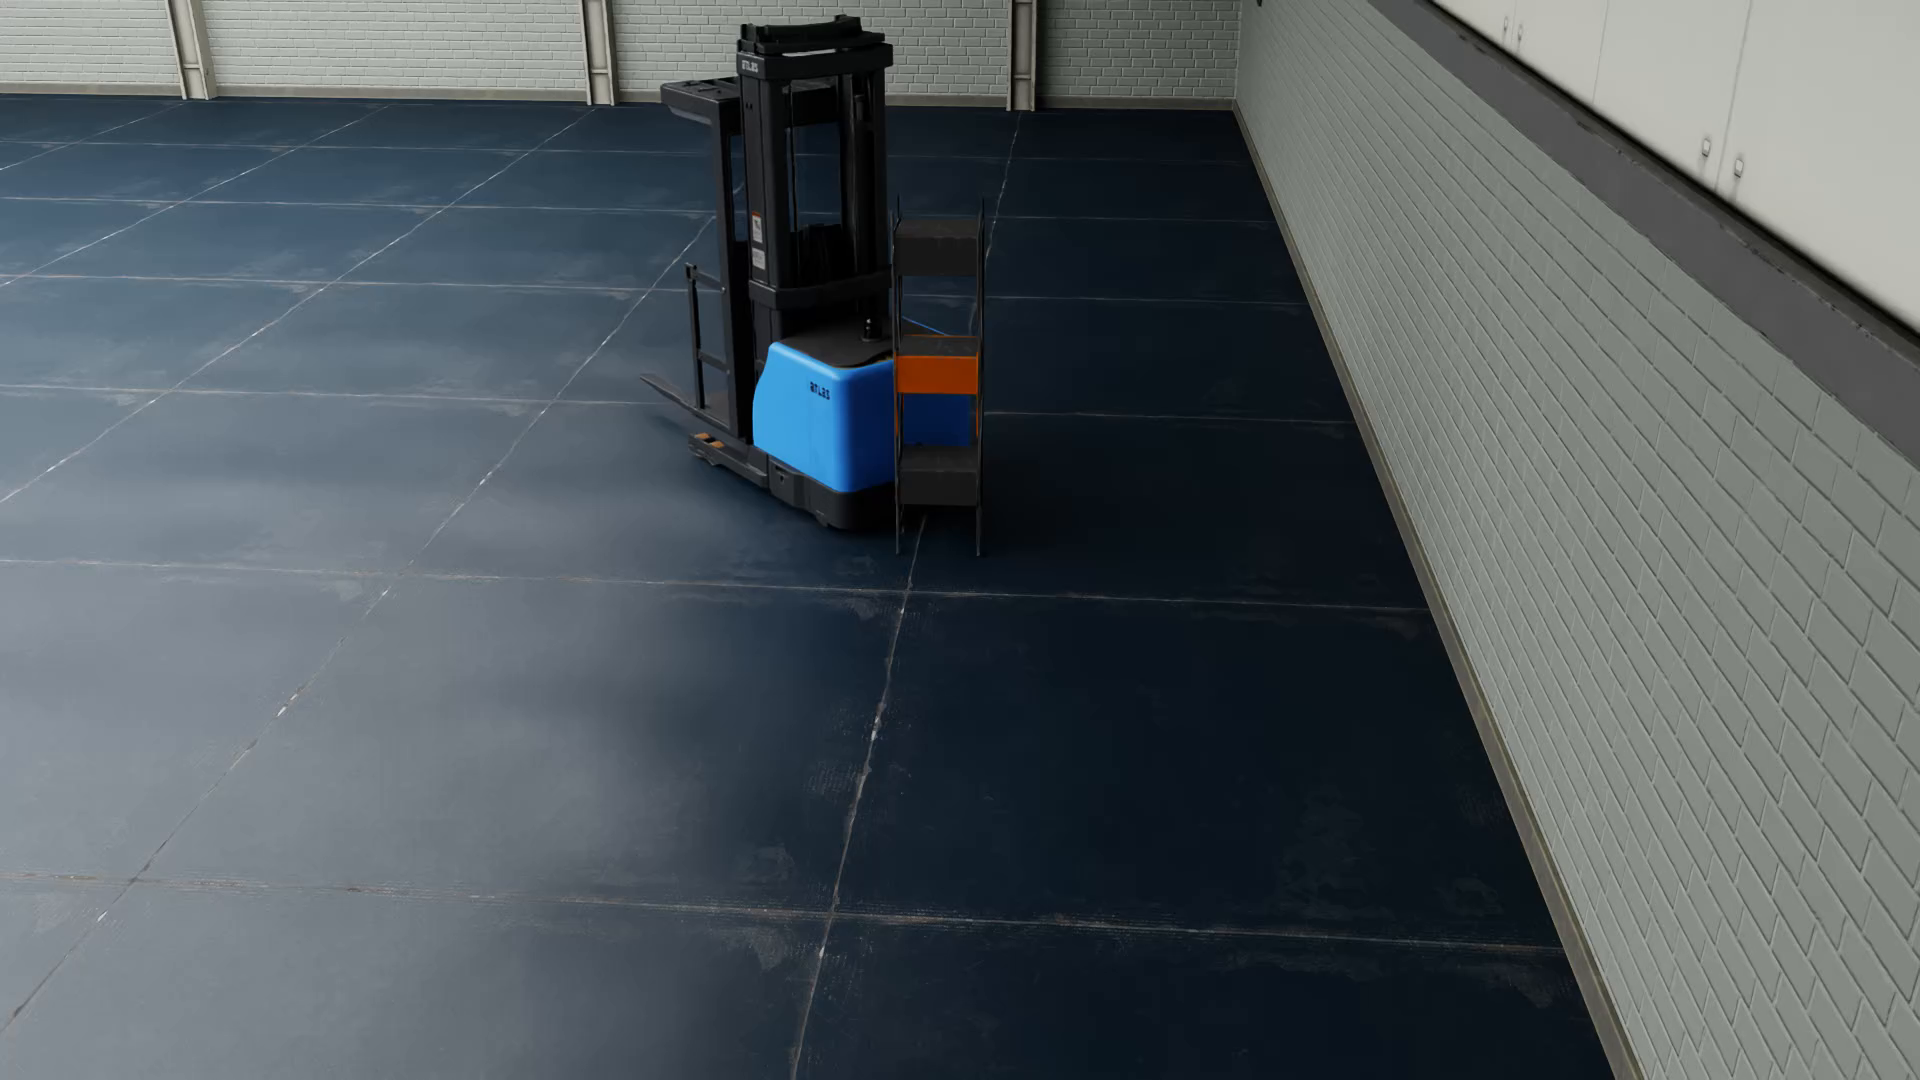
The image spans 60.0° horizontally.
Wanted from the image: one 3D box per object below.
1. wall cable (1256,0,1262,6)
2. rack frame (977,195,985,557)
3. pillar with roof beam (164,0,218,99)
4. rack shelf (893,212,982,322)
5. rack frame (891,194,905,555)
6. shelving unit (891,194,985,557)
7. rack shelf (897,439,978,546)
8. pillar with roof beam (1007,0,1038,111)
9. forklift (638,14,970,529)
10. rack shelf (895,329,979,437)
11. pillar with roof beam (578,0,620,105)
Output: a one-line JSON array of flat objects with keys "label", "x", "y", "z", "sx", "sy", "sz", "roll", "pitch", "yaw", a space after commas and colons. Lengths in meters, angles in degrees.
[{"label": "wall cable", "x": 3.702, "y": -8.119, "z": 20.843, "sx": 0.112, "sy": 2.526, "sz": 3.097, "roll": 2, "pitch": 25, "yaw": 4}, {"label": "rack frame", "x": 0.123, "y": -0.932, "z": 9.764, "sx": 0.015, "sy": 2.100, "sz": 0.400, "roll": 1, "pitch": 25, "yaw": 3}, {"label": "pillar with roof beam", "x": -11.428, "y": -8.765, "z": 18.532, "sx": 0.400, "sy": 9.000, "sz": 9.100, "roll": 2, "pitch": 25, "yaw": 4}, {"label": "rack shelf", "x": -0.120, "y": -1.562, "z": 9.491, "sx": 0.480, "sy": 0.518, "sz": 0.431, "roll": 1, "pitch": 25, "yaw": 3}, {"label": "rack frame", "x": -0.364, "y": -0.945, "z": 9.791, "sx": 0.015, "sy": 2.100, "sz": 0.400, "roll": 1, "pitch": 25, "yaw": 3}, {"label": "shelving unit", "x": -0.120, "y": -0.939, "z": 9.778, "sx": 0.503, "sy": 2.100, "sz": 0.431, "roll": 1, "pitch": 25, "yaw": 3}, {"label": "rack shelf", "x": -0.120, "y": -0.290, "z": 10.076, "sx": 0.480, "sy": 0.518, "sz": 0.431, "roll": 1, "pitch": 25, "yaw": 3}, {"label": "pillar with roof beam", "x": 0.536, "y": -8.381, "z": 17.698, "sx": 0.400, "sy": 9.000, "sz": 9.100, "roll": 2, "pitch": 25, "yaw": 4}, {"label": "forklift", "x": -1.217, "y": -1.949, "z": 10.979, "sx": 1.130, "sy": 2.935, "sz": 3.031, "roll": -18, "pitch": 30, "yaw": -34}, {"label": "rack shelf", "x": -0.120, "y": -0.926, "z": 9.784, "sx": 0.480, "sy": 0.518, "sz": 0.431, "roll": 1, "pitch": 25, "yaw": 3}, {"label": "pillar with roof beam", "x": -5.446, "y": -8.573, "z": 18.115, "sx": 0.400, "sy": 9.000, "sz": 9.100, "roll": 2, "pitch": 25, "yaw": 4}]
